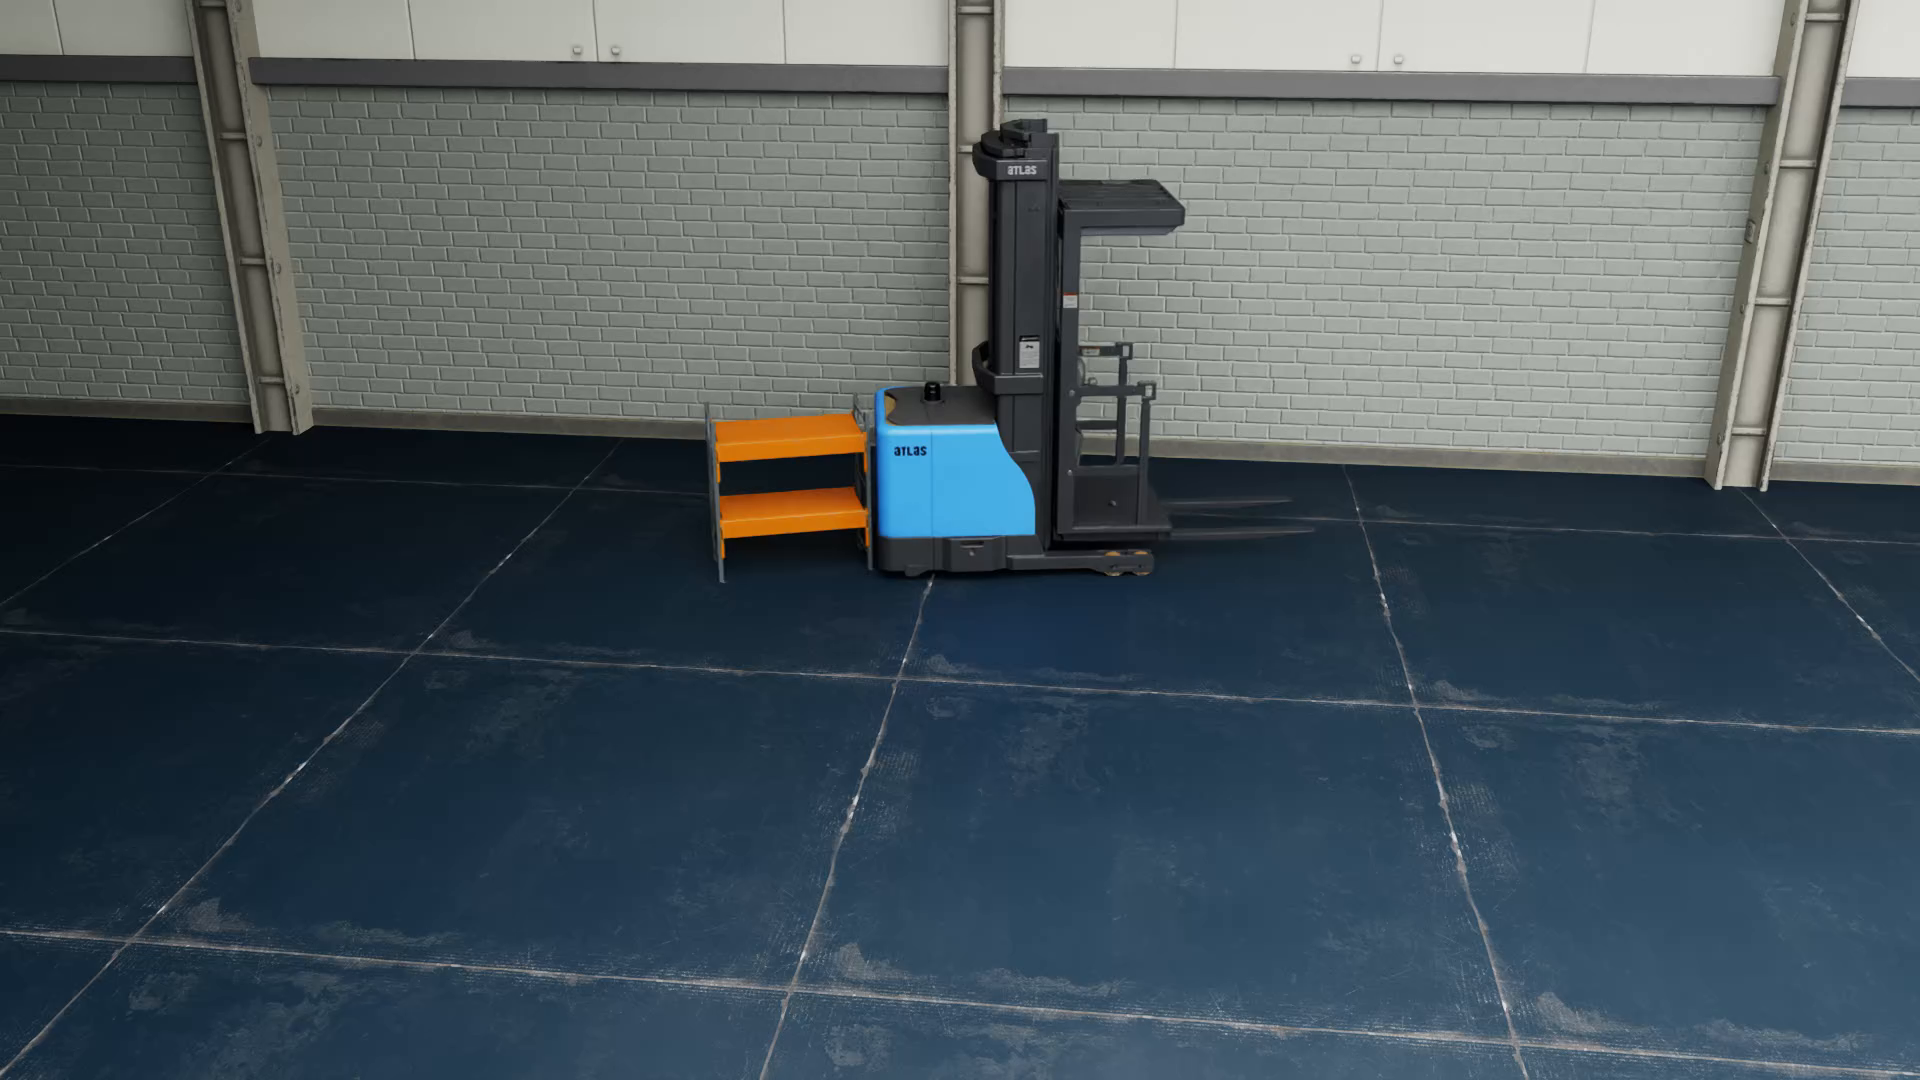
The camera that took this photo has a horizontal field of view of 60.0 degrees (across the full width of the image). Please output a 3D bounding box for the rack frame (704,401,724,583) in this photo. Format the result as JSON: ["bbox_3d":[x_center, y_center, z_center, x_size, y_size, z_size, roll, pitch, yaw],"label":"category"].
[{"bbox_3d":[-1.661,-0.325,11.232,0.032,1.125,0.500,-5,22,-12],"label":"rack frame"}]

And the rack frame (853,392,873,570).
[{"bbox_3d":[-0.670,-0.407,11.441,0.032,1.125,0.500,-5,22,-12],"label":"rack frame"}]

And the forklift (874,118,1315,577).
[{"bbox_3d":[0.927,-1.308,11.262,3.031,2.935,1.130,-1,22,-3],"label":"forklift"}]

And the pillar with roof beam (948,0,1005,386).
[{"bbox_3d":[-0.381,-3.316,8.089,0.400,9.000,9.100,2,22,6],"label":"pillar with roof beam"}]

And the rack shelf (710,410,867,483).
[{"bbox_3d":[-1.165,-0.638,11.228,1.000,0.278,0.538,-5,22,-12],"label":"rack shelf"}]

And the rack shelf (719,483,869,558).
[{"bbox_3d":[-1.165,-0.139,11.426,1.000,0.278,0.538,-5,22,-12],"label":"rack shelf"}]

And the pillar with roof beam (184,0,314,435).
[{"bbox_3d":[-6.339,-3.576,8.745,0.400,9.000,9.100,2,22,6],"label":"pillar with roof beam"}]

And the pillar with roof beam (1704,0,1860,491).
[{"bbox_3d":[5.577,-3.057,7.432,0.400,9.000,9.100,2,22,6],"label":"pillar with roof beam"}]

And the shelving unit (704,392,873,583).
[{"bbox_3d":[-1.165,-0.366,11.336,1.048,1.125,0.538,-5,22,-12],"label":"shelving unit"}]
